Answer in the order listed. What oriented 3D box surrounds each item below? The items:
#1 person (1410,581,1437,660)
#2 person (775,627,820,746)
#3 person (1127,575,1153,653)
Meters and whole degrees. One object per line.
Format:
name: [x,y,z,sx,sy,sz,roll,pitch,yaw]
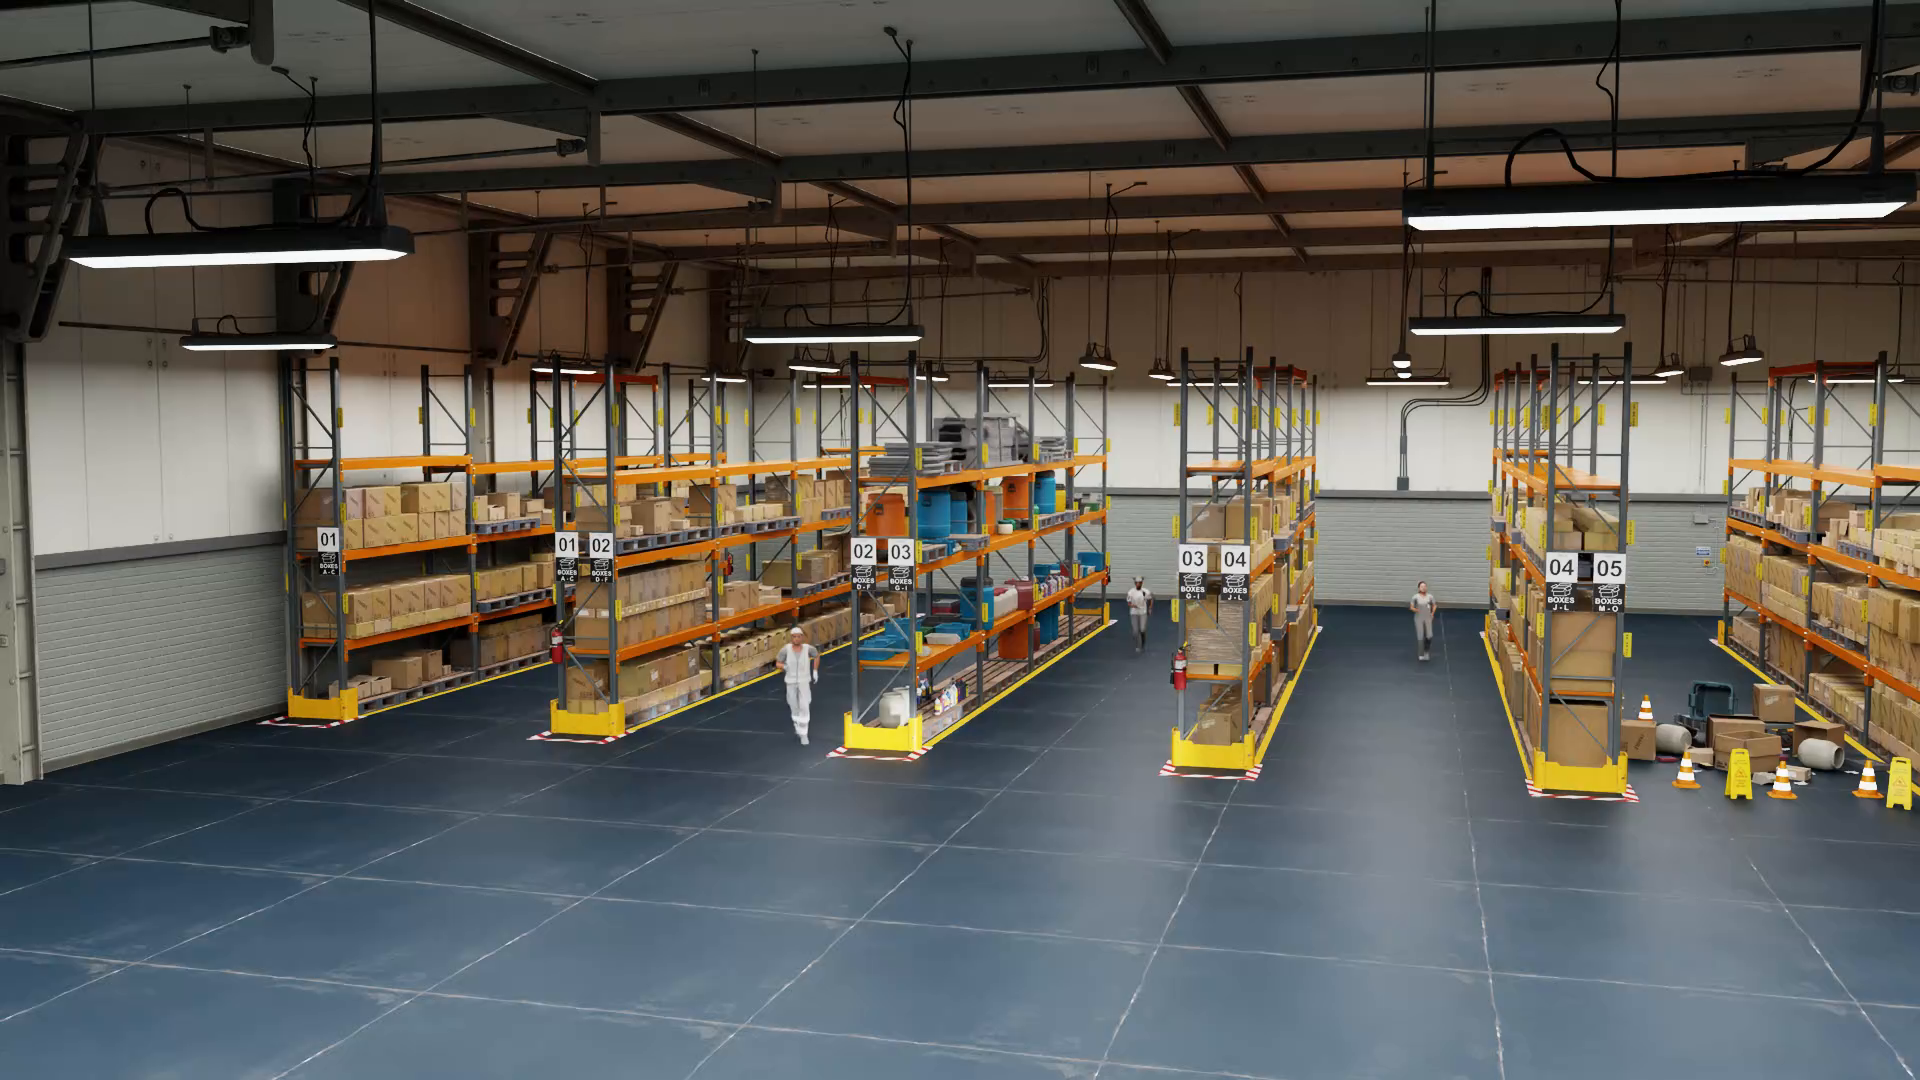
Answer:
person: [9.524,1.665,34.140,0.552,1.630,0.585,1,4,9]
person: [-2.511,2.236,25.695,0.668,1.817,0.824,0,4,-1]
person: [3.796,1.580,35.161,0.552,1.658,0.628,1,4,9]
